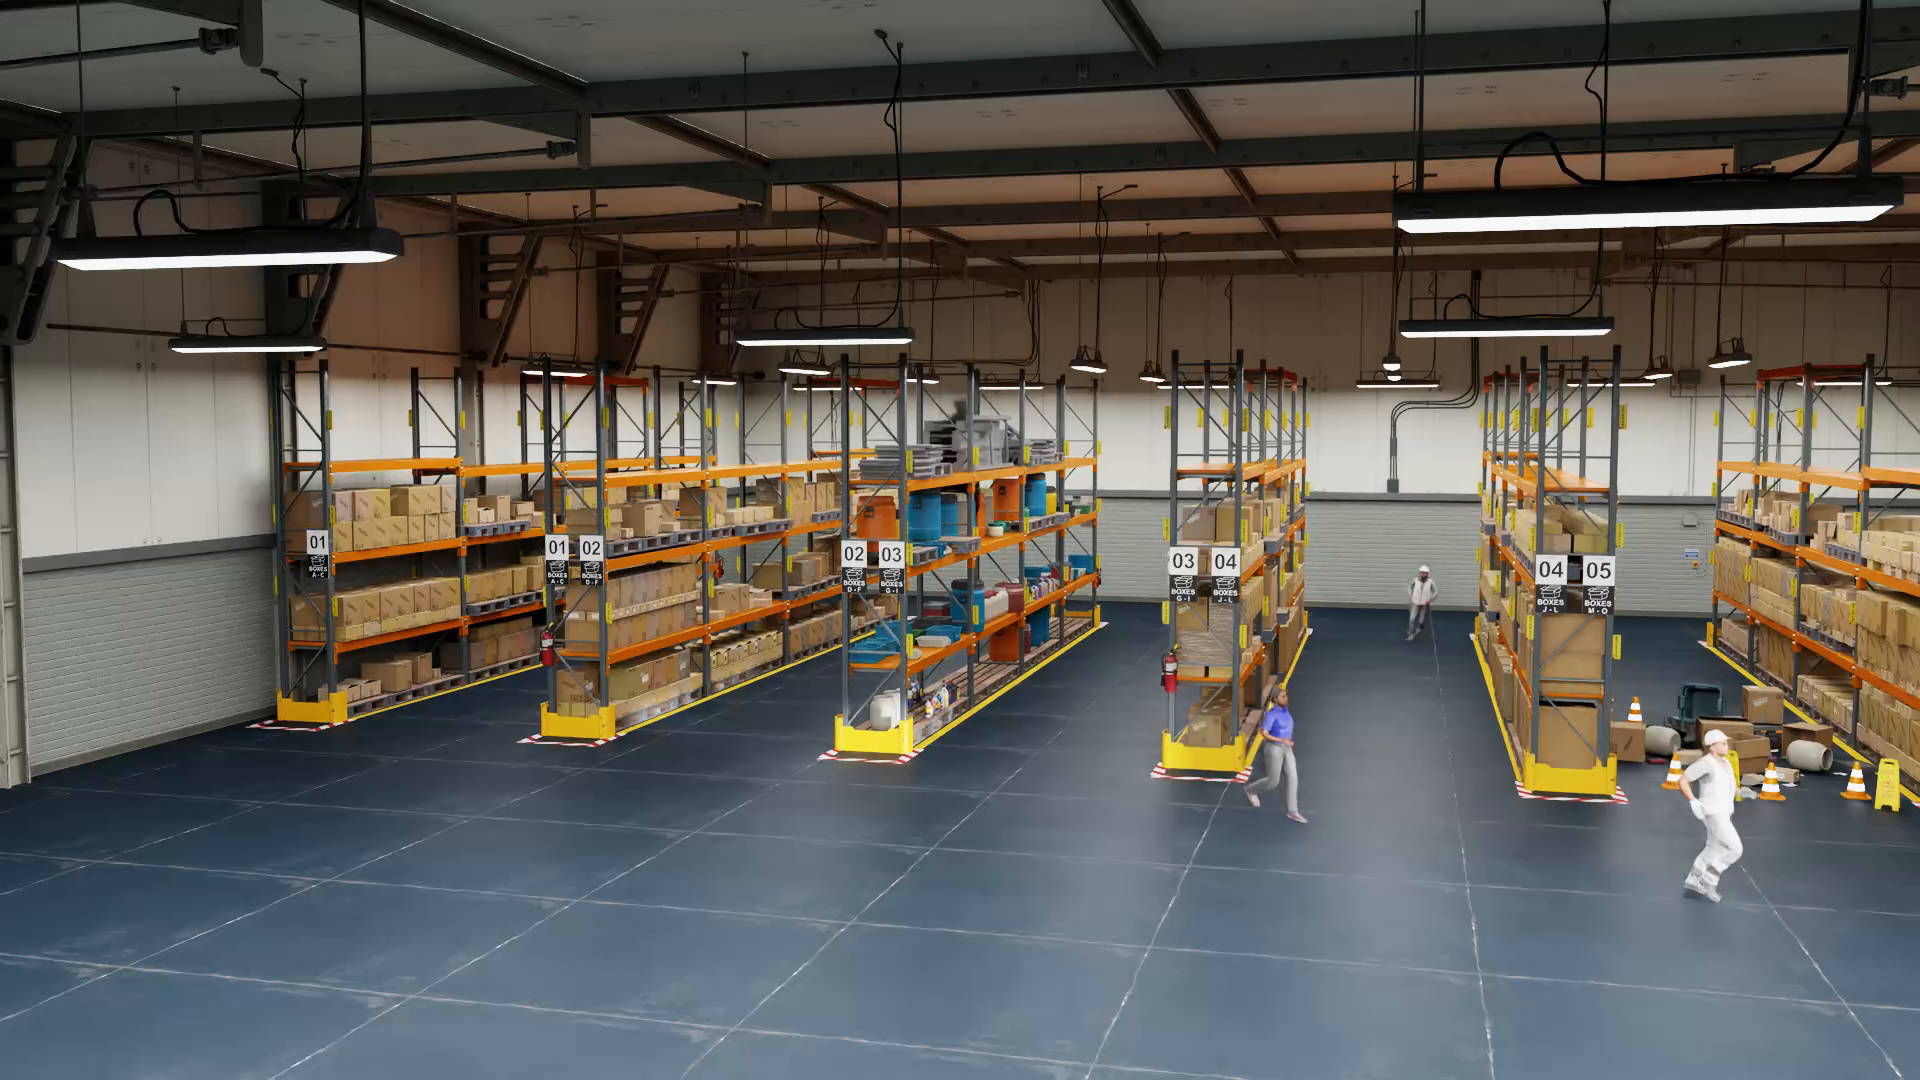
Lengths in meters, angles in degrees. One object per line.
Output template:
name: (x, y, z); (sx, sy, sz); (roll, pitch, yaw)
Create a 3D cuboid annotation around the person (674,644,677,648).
person: (-6.219, 1.645, 35.378); (0.577, 1.621, 0.562); (0, 4, 4)

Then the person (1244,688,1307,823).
person: (3.984, 2.678, 20.910); (0.587, 1.655, 0.902); (-4, 5, -41)

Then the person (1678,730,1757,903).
person: (7.888, 2.867, 17.274); (0.654, 1.781, 0.696); (-4, 6, -44)

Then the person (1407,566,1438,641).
person: (10.548, 1.439, 37.964); (0.706, 1.716, 0.731); (2, 5, 25)
